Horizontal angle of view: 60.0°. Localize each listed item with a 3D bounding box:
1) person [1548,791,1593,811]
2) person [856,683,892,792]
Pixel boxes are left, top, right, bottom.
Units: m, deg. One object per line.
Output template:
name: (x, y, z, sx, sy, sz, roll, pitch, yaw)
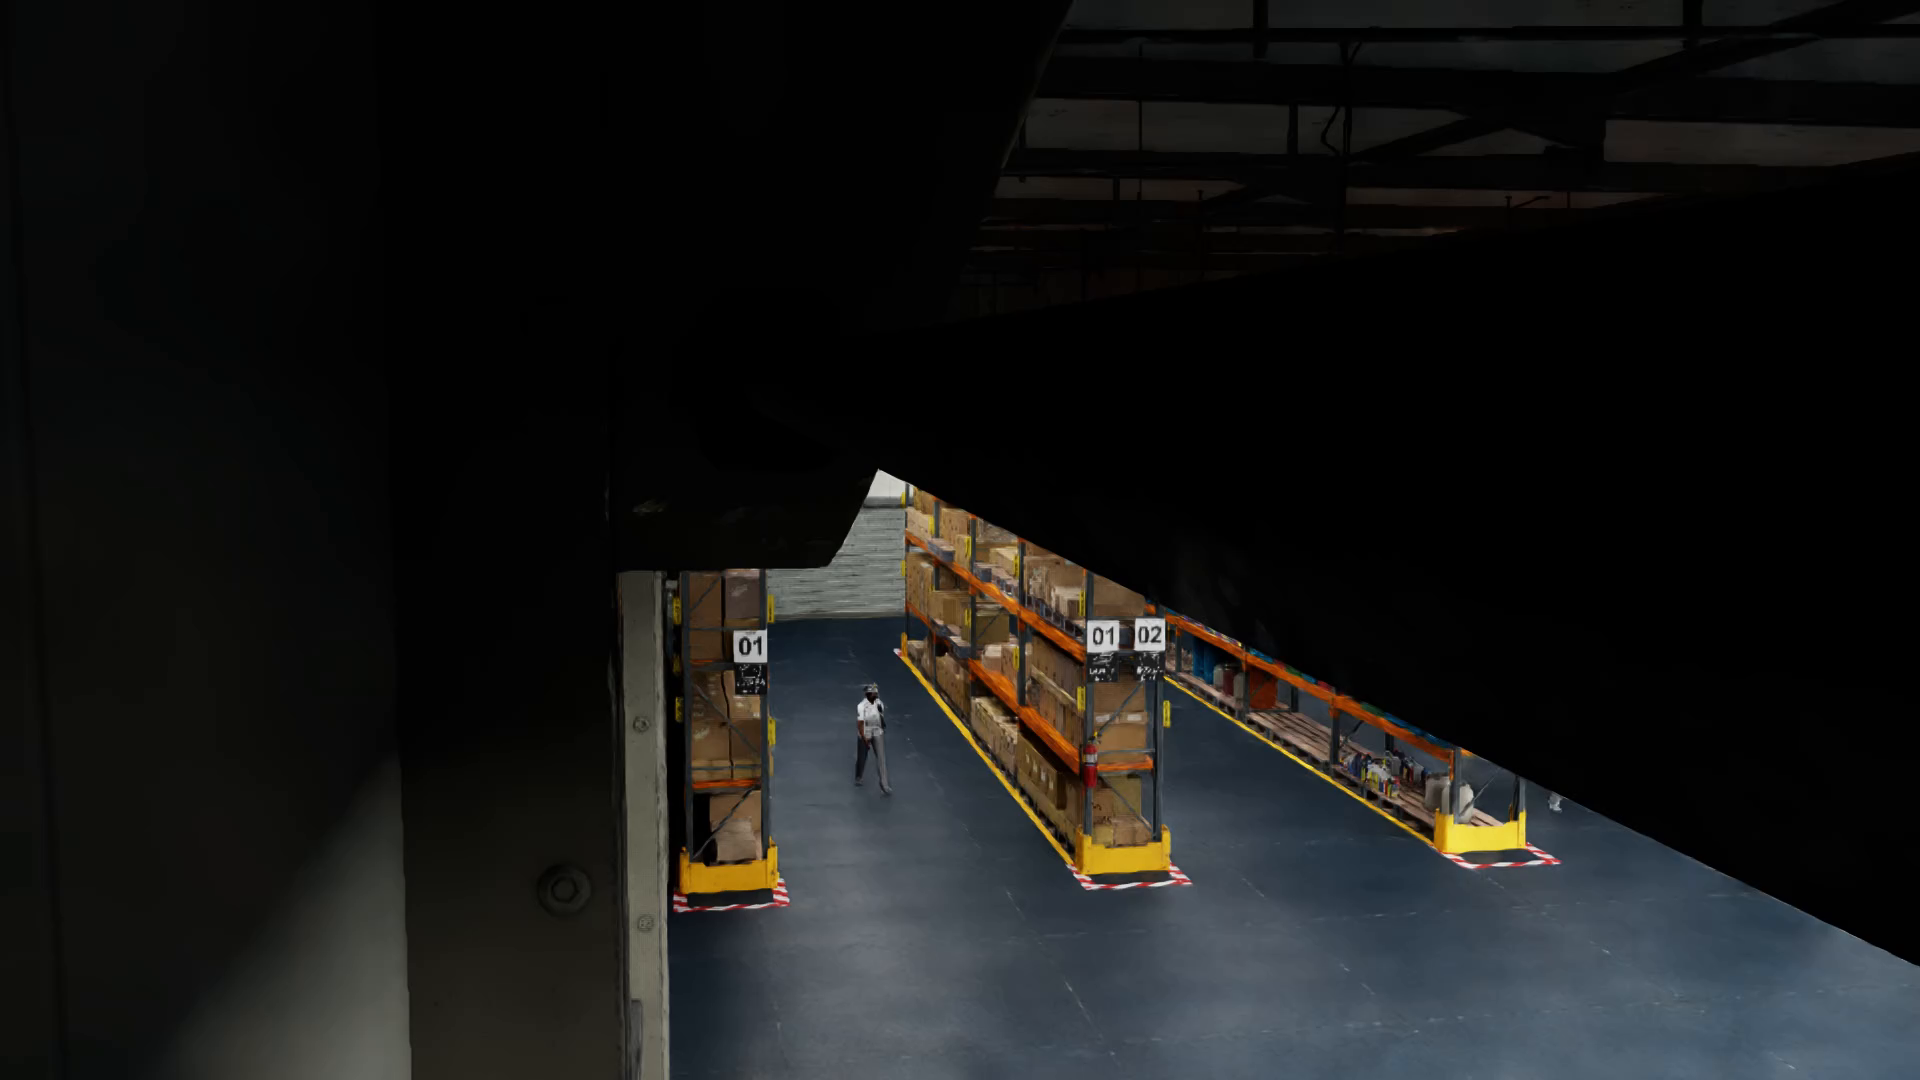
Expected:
person: (8.787, 3.074, 23.638, 0.586, 1.617, 0.756, -4, 7, -32)
person: (-1.336, 2.925, 24.923, 0.448, 1.622, 0.996, -2, 6, -18)
